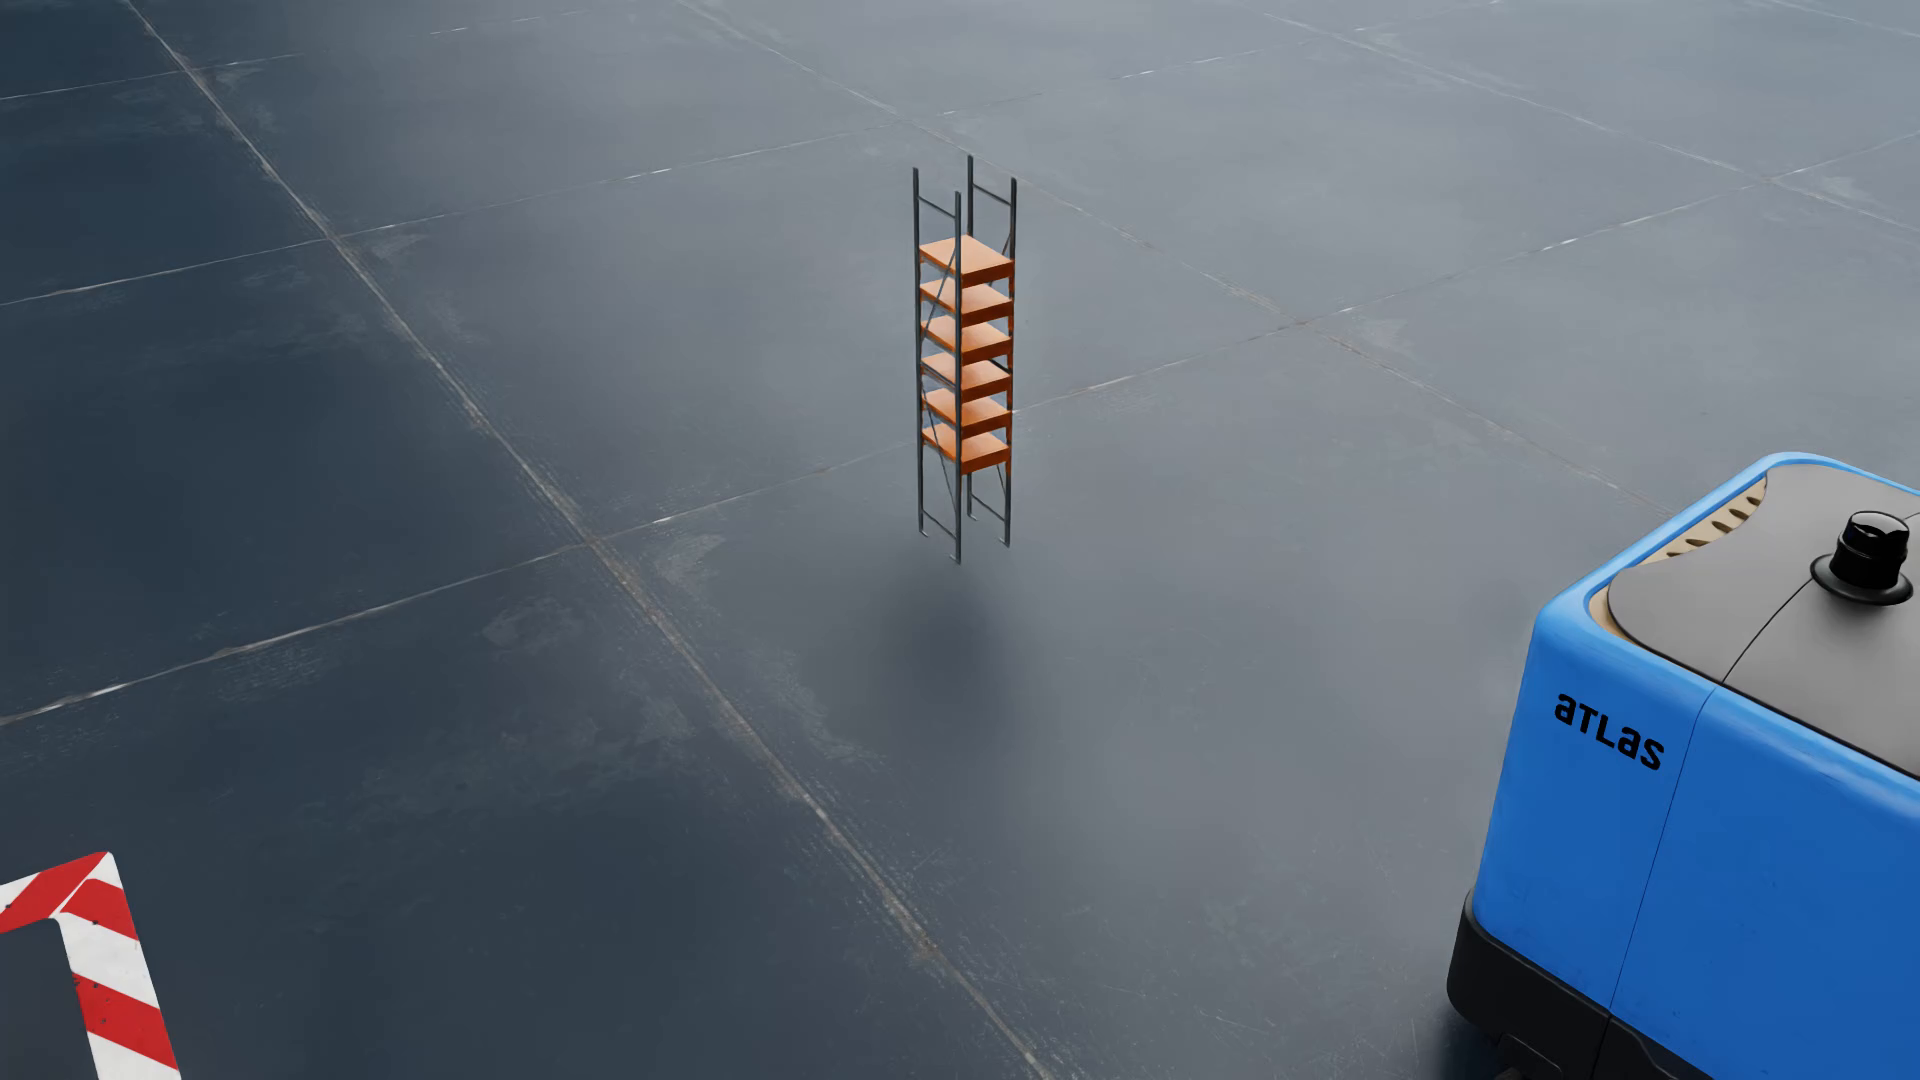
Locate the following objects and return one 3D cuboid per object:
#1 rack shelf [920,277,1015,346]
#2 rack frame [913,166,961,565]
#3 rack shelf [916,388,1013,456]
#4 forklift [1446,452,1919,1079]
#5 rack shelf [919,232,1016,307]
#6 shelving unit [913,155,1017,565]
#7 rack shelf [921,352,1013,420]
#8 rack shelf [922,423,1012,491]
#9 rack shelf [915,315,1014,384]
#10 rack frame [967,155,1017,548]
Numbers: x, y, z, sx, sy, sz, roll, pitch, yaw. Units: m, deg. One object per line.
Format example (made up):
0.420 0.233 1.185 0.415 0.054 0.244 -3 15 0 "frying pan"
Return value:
0.012 -0.677 4.832 0.180 0.103 0.258 -19 37 -27 "rack shelf"
-0.065 -0.485 4.895 0.006 1.200 0.240 -19 37 -27 "rack frame"
0.012 -0.373 5.024 0.180 0.103 0.258 -19 37 -27 "rack shelf"
2.395 0.216 2.160 1.130 2.935 3.031 -25 40 -34 "forklift"
0.012 -0.779 4.768 0.180 0.103 0.258 -19 37 -27 "rack shelf"
0.012 -0.512 4.937 0.189 1.200 0.258 -19 37 -27 "shelving unit"
0.012 -0.474 4.960 0.180 0.103 0.258 -19 37 -27 "rack shelf"
0.012 -0.271 5.088 0.180 0.103 0.258 -19 37 -27 "rack shelf"
0.012 -0.576 4.896 0.180 0.103 0.258 -19 37 -27 "rack shelf"
0.089 -0.538 4.978 0.006 1.200 0.240 -19 37 -27 "rack frame"
